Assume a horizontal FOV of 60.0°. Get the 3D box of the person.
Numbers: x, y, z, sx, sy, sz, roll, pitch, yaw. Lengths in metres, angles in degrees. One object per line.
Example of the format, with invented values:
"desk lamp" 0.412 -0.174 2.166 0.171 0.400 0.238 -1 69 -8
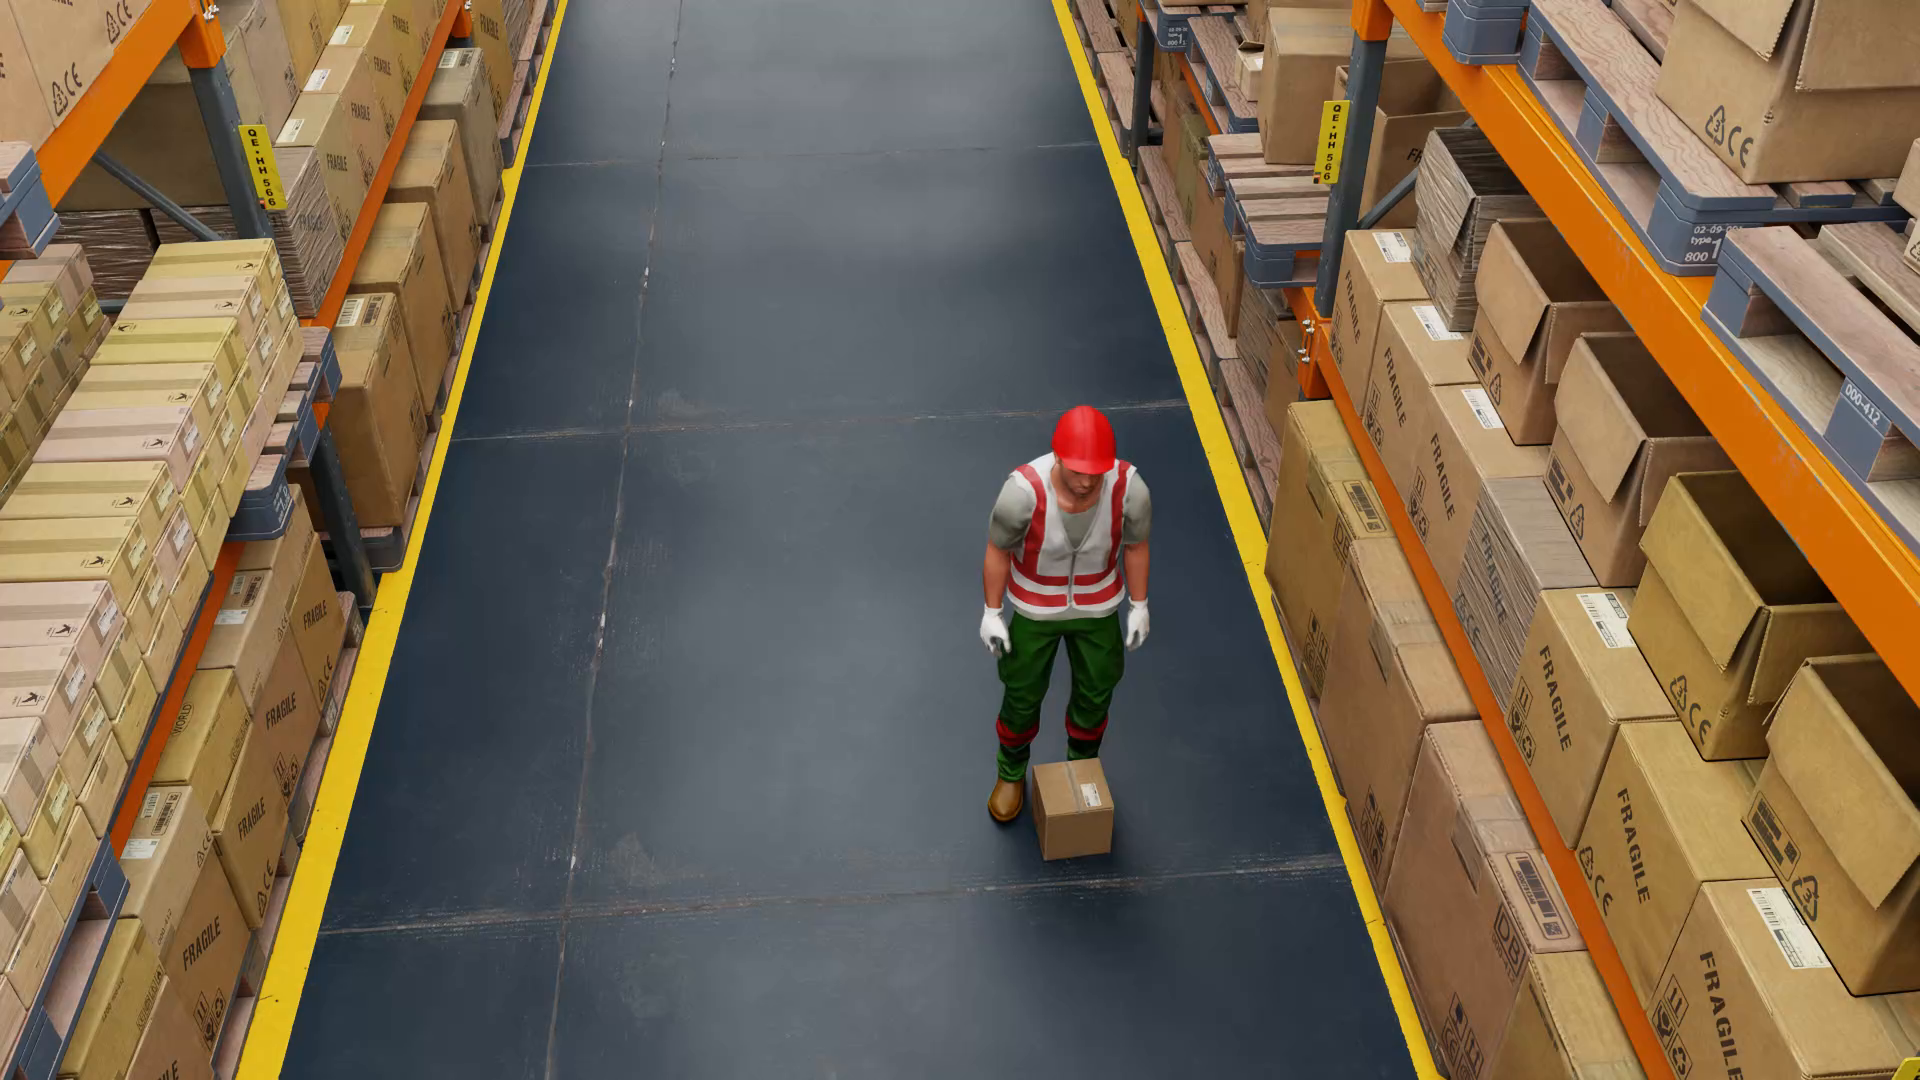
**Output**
"person" 0.370 0.257 5.821 0.607 1.780 0.450 -3 39 -4
